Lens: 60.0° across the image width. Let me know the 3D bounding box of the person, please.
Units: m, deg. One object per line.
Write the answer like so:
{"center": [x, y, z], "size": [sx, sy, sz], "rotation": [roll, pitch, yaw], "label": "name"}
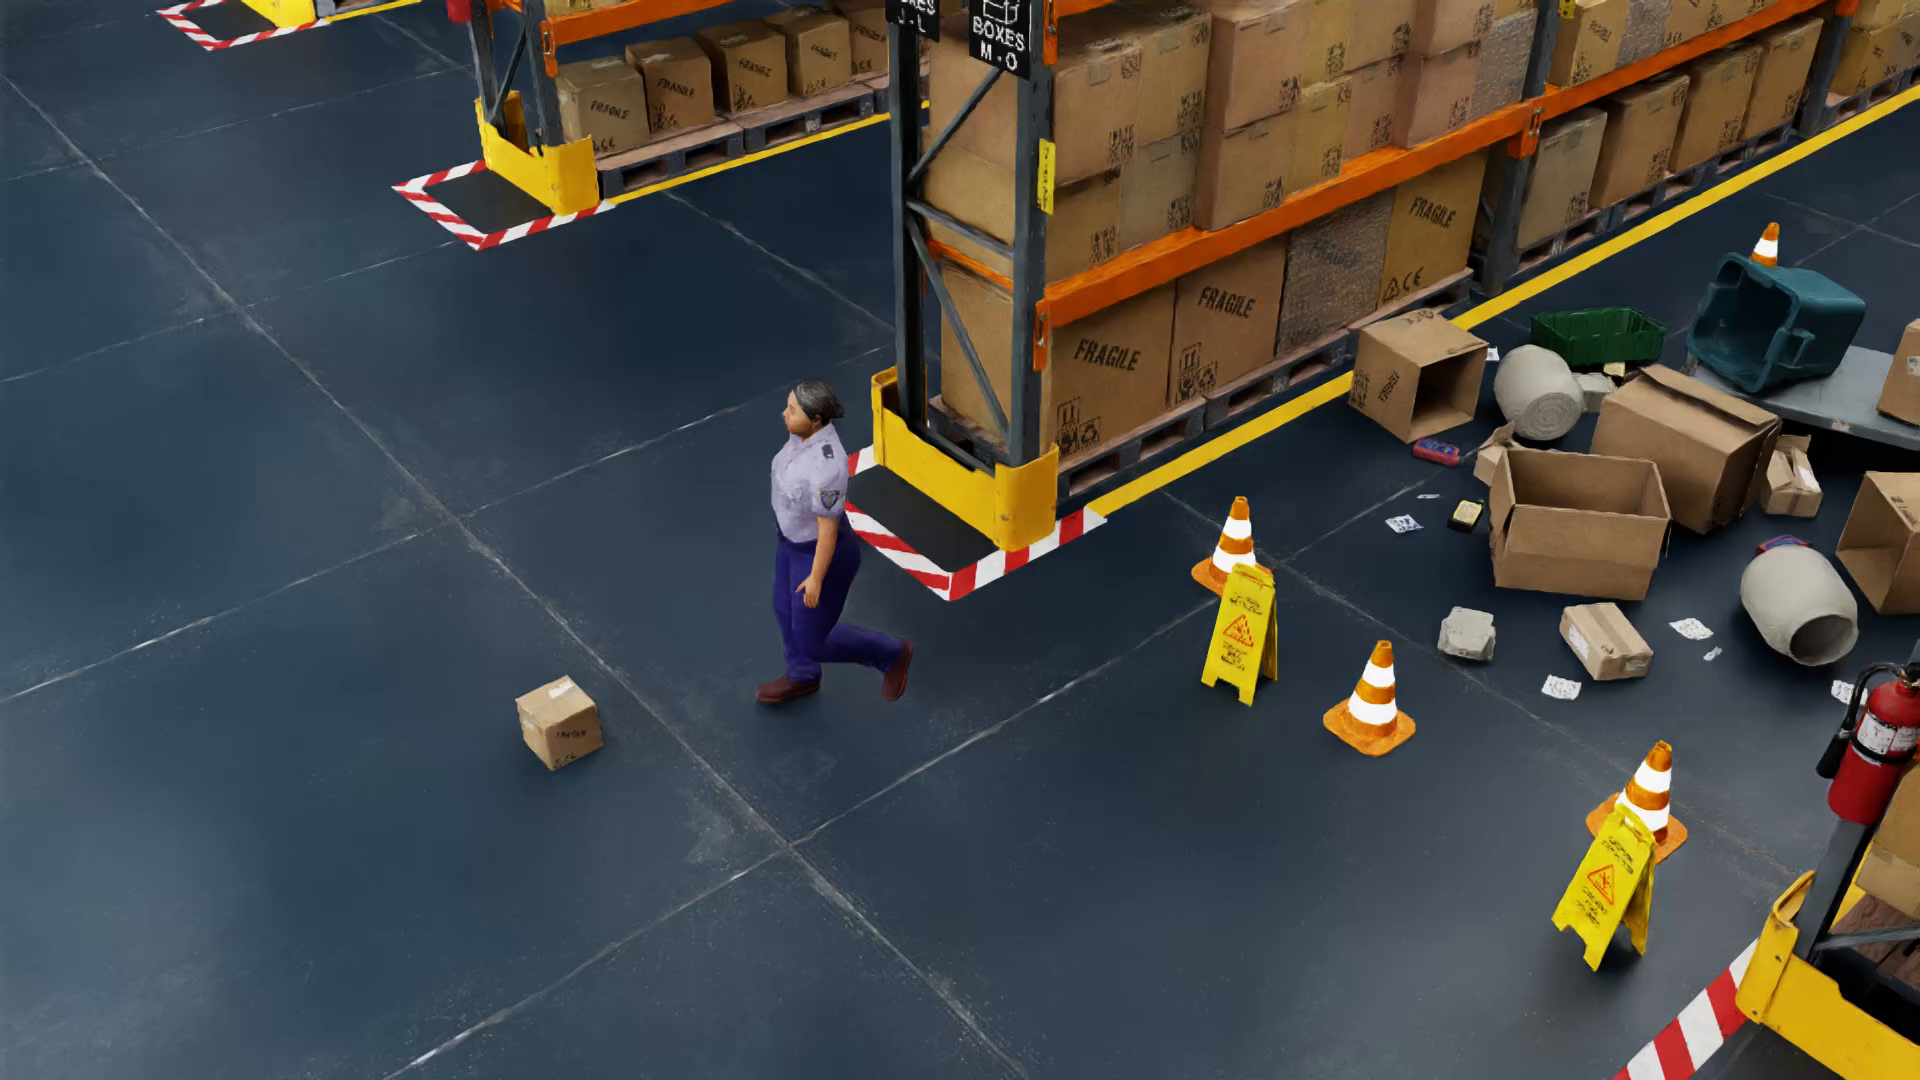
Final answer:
{"center": [-0.573, 0.025, 7.035], "size": [0.690, 1.626, 0.505], "rotation": [-10, 37, -13], "label": "person"}
